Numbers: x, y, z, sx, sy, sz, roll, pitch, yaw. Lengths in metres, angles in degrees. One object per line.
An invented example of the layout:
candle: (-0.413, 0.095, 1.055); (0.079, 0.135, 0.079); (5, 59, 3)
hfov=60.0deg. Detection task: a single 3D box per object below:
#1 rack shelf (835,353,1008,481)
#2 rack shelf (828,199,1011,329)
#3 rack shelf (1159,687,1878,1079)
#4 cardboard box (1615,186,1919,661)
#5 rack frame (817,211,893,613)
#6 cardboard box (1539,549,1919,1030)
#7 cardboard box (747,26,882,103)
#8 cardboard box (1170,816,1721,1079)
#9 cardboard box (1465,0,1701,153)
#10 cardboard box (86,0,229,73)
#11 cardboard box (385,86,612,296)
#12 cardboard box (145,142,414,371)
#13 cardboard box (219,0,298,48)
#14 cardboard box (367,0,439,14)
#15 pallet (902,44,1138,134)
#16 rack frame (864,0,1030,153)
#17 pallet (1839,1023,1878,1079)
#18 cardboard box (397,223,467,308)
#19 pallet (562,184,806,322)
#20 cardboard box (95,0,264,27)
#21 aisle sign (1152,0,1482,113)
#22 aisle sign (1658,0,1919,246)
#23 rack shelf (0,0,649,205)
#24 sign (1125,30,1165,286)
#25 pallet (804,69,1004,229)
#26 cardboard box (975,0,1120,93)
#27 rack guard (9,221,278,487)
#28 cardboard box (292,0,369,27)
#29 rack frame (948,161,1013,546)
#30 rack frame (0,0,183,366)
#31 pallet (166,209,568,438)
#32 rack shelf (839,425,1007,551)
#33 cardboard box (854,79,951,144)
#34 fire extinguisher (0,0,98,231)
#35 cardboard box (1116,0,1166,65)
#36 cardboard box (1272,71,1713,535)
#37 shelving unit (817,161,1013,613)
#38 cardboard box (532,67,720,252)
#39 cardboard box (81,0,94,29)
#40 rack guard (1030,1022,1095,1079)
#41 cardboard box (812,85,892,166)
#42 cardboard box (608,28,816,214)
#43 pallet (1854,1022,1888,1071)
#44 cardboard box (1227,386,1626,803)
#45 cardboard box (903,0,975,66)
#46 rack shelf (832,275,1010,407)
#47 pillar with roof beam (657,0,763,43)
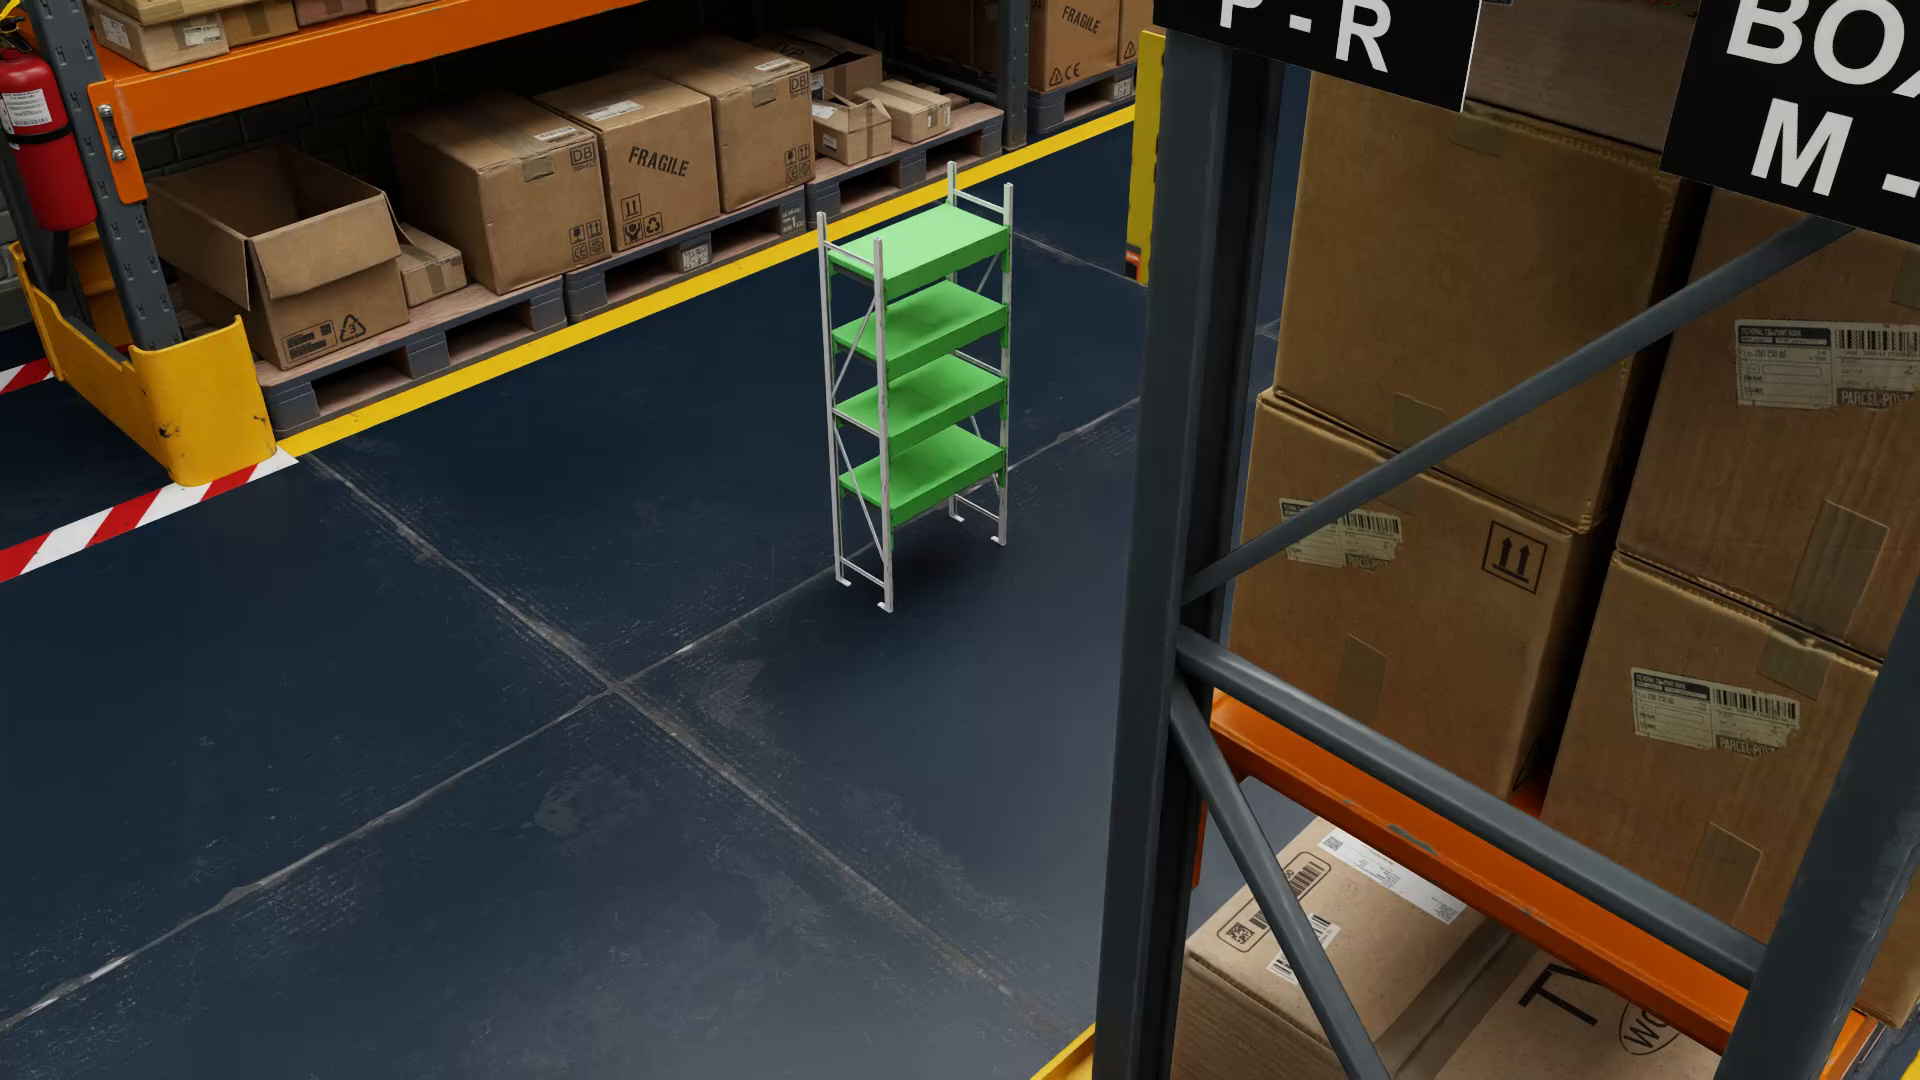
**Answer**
rack shelf: (-0.117, -0.373, 4.847); (0.258, 0.148, 0.480); (30, 45, 35)
rack shelf: (-0.117, -0.766, 4.572); (0.258, 0.148, 0.480); (30, 45, 35)
rack shelf: (2.038, -0.182, 3.517); (1.077, 0.370, 4.000); (30, 45, 35)
cardboard box: (1.169, -0.196, 1.948); (0.500, 0.500, 0.500); (28, 44, 34)
rack frame: (-0.289, -0.326, 4.668); (0.240, 1.200, 0.015); (30, 45, 35)
cardboard box: (1.171, 0.215, 2.232); (0.500, 0.500, 0.500); (29, 44, 35)
cardboard box: (-0.711, -2.184, 7.743); (0.500, 0.311, 0.500); (-28, 44, -34)
cardboard box: (1.023, 0.905, 3.202); (0.875, 0.438, 0.875); (28, 44, 34)
cardboard box: (0.740, -0.609, 1.972); (0.250, 0.149, 0.380); (-29, 44, -35)
cardboard box: (-2.470, -1.584, 5.119); (0.380, 0.149, 0.250); (29, 44, 35)
cardboard box: (-1.768, -1.352, 6.385); (0.500, 0.500, 0.700); (-28, 44, -34)
cardboard box: (-2.398, -1.023, 5.909); (0.797, 0.503, 0.637); (28, 43, 34)
cardboard box: (-2.323, -1.706, 5.293); (0.250, 0.149, 0.380); (-29, 44, -35)
cardboard box: (-1.941, -1.904, 5.578); (0.250, 0.149, 0.380); (-28, 44, -34)
pallet: (0.468, -2.489, 8.635); (1.003, 0.211, 1.213); (30, 45, 35)
rack frame: (-0.078, -3.288, 7.342); (1.000, 3.000, 0.127); (30, 45, 35)
pallet: (1.137, 1.123, 3.456); (1.003, 0.211, 1.213); (30, 45, 35)
cardboard box: (-2.071, -1.034, 6.235); (0.380, 0.149, 0.250); (28, 43, 34)
pallet: (-1.422, -1.368, 7.027); (1.003, 0.211, 1.213); (30, 45, 35)
cardboard box: (-2.385, -1.800, 5.080); (0.500, 0.250, 0.500); (-30, 45, -35)
aisle sign: (0.358, -0.827, 1.541); (0.394, 0.787, 0.004); (30, 45, 35)
aisle sign: (0.784, -0.585, 1.194); (0.394, 0.787, 0.004); (30, 45, 35)
rack shelf: (-1.487, -2.181, 6.384); (1.077, 0.370, 4.000); (30, 45, 35)
sign: (0.254, -0.462, 2.070); (0.100, 0.325, 0.005); (30, 45, 35)
pallet: (-0.562, -1.866, 7.741); (1.003, 0.211, 1.213); (30, 45, 35)
cardboard box: (0.423, -2.541, 8.089); (0.500, 0.500, 0.500); (-28, 43, -34)
rack guard: (-2.843, -0.670, 5.773); (1.175, 0.500, 0.348); (30, 45, 35)
cardboard box: (-2.163, -1.827, 5.466); (0.380, 0.149, 0.250); (29, 44, 35)
rack frame: (0.055, -0.524, 4.952); (0.240, 1.200, 0.015); (30, 45, 35)
rack frame: (-2.896, -1.664, 5.014); (1.000, 3.000, 0.127); (30, 45, 35)
pallet: (-2.282, -0.875, 6.321); (1.003, 0.211, 1.213); (30, 45, 35)
rack shelf: (-0.117, -0.176, 4.984); (0.258, 0.148, 0.480); (30, 45, 35)
cardboard box: (-0.262, -1.946, 7.544); (0.380, 0.149, 0.250); (28, 44, 34)
fire extinguisher: (-2.672, -1.233, 4.790); (0.296, 0.674, 0.183); (30, 45, 35)
cardboard box: (0.791, -2.761, 8.404); (0.500, 0.500, 0.500); (29, 44, 35)
cardboard box: (0.800, -0.408, 2.251); (0.500, 0.500, 0.500); (-28, 44, -34)
shelving unit: (-0.117, -0.425, 4.810); (0.258, 1.200, 0.503); (30, 45, 35)
cardboard box: (-1.325, -1.527, 6.635); (0.500, 0.500, 0.500); (-29, 44, -35)
cardboard box: (-2.853, -1.804, 5.434); (0.380, 0.149, 0.250); (29, 44, 35)
rack guard: (0.612, 1.370, 2.849); (1.175, 0.500, 0.348); (30, 45, 35)
cardboard box: (-0.513, -1.849, 7.302); (0.258, 0.266, 0.396); (-28, 44, -34)
cardboard box: (-1.037, -1.774, 6.989); (0.700, 0.500, 0.500); (28, 43, 34)
pallet: (1.996, 0.630, 4.163); (1.003, 0.211, 1.213); (30, 45, 35)
cardboard box: (0.781, -0.009, 2.553); (0.500, 0.500, 0.500); (-30, 45, -35)
cardboard box: (0.058, -2.753, 8.394); (0.500, 0.500, 0.500); (29, 44, 35)
rack shelf: (-0.117, -0.569, 4.710); (0.258, 0.148, 0.480); (30, 45, 35)
pillar with roof beam: (1.847, -4.094, 3.254); (9.100, 9.000, 0.400); (30, 45, 35)
